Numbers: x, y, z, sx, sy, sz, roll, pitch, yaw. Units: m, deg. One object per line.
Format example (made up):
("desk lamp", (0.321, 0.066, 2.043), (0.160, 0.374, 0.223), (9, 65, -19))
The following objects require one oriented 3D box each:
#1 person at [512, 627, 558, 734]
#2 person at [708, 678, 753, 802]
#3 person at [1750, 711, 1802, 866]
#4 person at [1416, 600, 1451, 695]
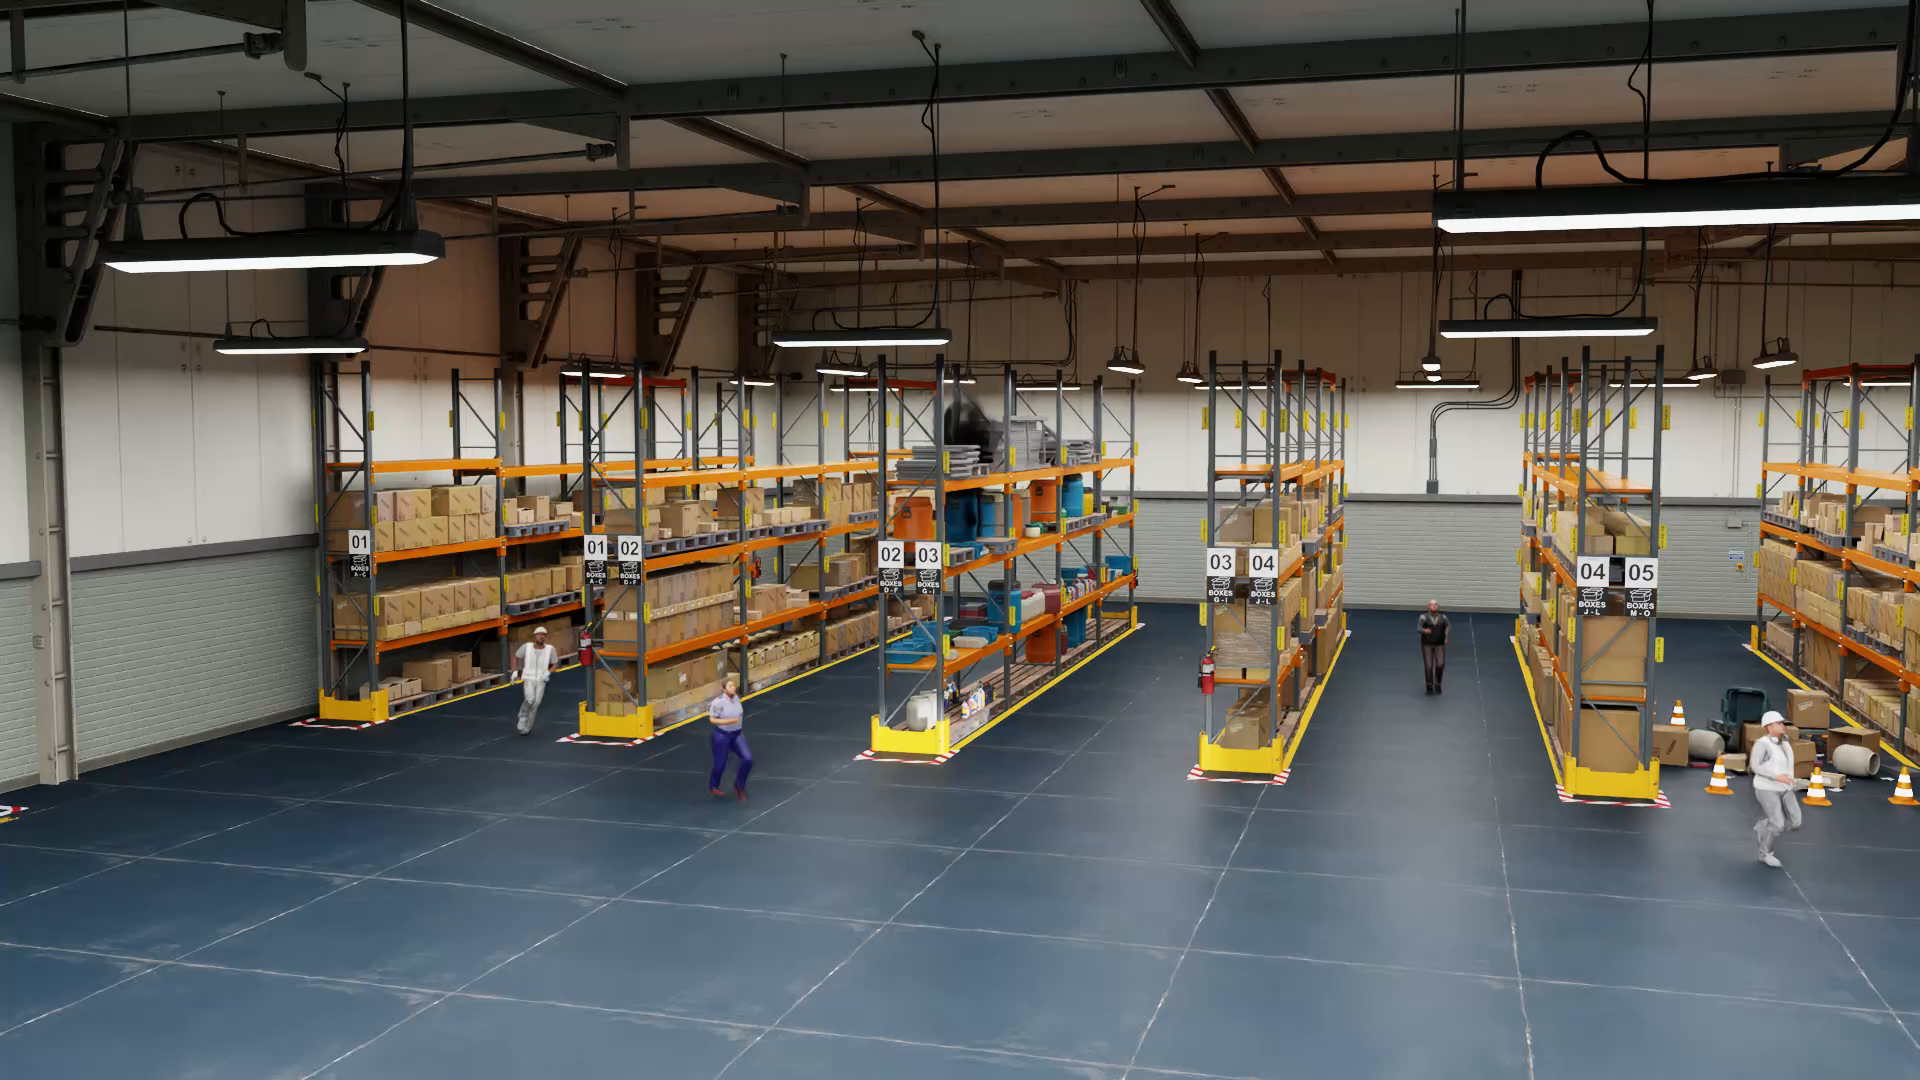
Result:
("person", (-6.757, 2.244, 26.486), (0.721, 1.711, 0.617), (-2, 4, -21))
("person", (-3.078, 2.637, 21.885), (0.586, 1.667, 0.753), (-4, 6, -42))
("person", (9.214, 2.799, 18.762), (0.698, 1.737, 0.561), (-2, 5, -29))
("person", (8.698, 1.975, 30.516), (0.639, 1.749, 0.680), (1, 4, 12))
